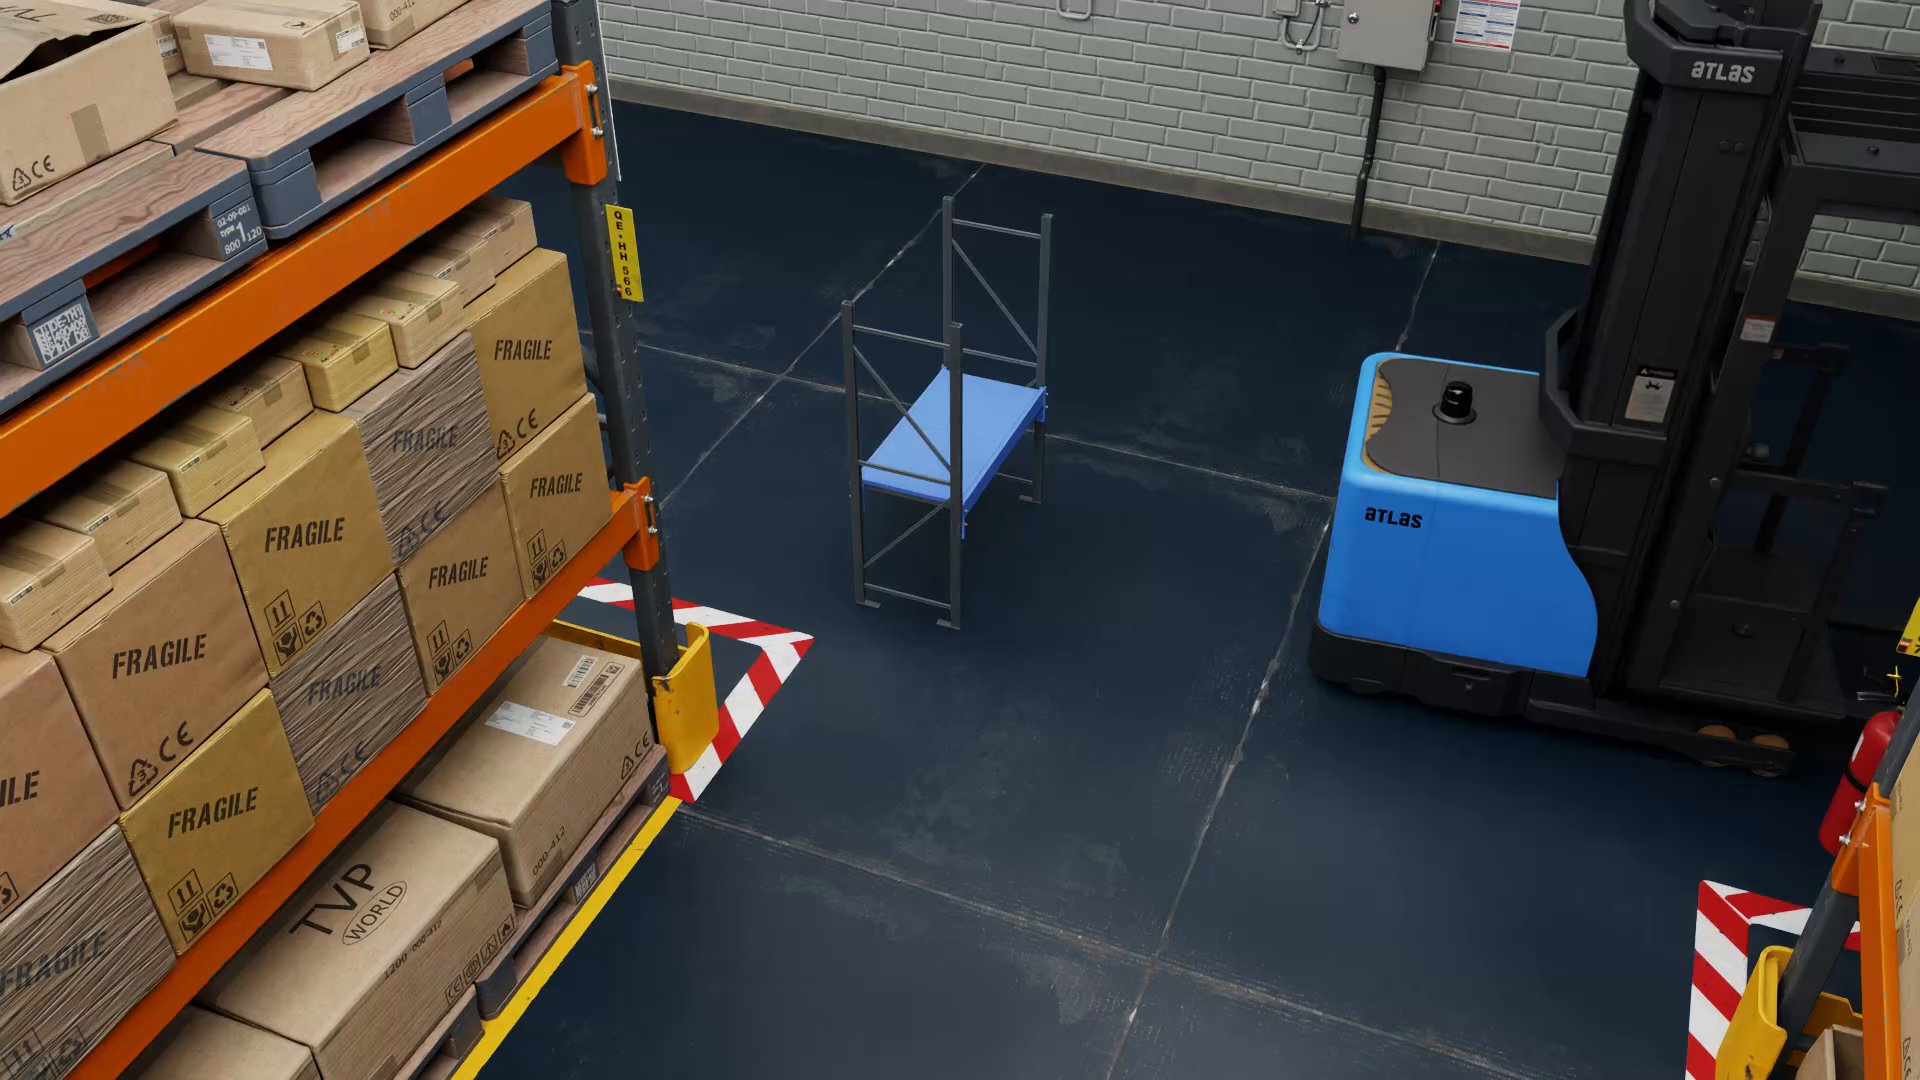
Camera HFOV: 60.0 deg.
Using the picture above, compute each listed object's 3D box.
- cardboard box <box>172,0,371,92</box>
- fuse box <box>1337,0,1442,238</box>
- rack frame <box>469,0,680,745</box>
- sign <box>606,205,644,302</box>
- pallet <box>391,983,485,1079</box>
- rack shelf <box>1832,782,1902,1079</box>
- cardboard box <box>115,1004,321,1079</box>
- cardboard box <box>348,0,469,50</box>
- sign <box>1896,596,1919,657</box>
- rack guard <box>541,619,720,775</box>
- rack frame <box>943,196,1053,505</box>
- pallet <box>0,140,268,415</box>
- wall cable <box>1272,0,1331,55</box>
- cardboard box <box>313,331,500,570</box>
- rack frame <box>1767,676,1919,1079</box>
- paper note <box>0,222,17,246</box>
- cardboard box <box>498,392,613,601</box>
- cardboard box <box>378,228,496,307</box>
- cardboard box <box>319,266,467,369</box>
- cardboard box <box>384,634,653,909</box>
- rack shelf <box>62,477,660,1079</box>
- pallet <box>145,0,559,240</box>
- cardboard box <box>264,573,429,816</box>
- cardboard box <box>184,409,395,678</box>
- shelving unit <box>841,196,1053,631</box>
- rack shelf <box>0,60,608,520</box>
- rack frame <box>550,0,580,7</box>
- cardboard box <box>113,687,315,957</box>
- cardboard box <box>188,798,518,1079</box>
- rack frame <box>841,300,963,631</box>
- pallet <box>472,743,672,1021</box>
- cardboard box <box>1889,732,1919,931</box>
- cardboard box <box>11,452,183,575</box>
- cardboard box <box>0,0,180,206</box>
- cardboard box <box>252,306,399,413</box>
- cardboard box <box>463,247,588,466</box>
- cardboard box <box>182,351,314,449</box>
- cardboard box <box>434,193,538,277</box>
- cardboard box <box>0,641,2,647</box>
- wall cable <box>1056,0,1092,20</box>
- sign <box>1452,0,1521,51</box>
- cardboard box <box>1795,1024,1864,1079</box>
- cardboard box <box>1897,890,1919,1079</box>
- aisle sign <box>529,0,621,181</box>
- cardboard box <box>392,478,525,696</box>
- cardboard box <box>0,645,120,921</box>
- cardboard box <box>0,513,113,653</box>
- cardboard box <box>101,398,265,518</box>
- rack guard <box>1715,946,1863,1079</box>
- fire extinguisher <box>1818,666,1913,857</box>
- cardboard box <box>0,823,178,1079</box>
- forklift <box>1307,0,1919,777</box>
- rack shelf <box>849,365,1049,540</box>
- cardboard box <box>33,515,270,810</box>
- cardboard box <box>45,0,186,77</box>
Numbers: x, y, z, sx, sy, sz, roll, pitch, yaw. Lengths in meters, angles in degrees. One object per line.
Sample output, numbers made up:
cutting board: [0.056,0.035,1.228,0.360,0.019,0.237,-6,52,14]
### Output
cardboard box: [-1.741,-1.273,4.218,0.380,0.149,0.250,11,38,14]
fuse box: [2.444,-2.536,9.713,0.539,1.711,0.414,14,39,18]
rack frame: [-1.567,-0.484,5.892,1.000,3.000,0.127,14,39,18]
sign: [-1.071,-0.911,5.298,0.100,0.325,0.005,14,39,18]
pallet: [-2.265,1.767,5.210,1.003,0.211,1.213,14,39,18]
rack shelf: [2.263,2.040,3.116,1.077,0.370,4.000,14,39,18]
cardboard box: [-2.411,1.770,4.666,0.875,0.438,0.875,13,39,16]
cardboard box: [-1.655,-1.564,4.522,0.500,0.250,0.500,10,38,14]
sign: [2.522,0.175,4.288,0.100,0.325,0.005,14,39,18]
rack guard: [-1.558,0.504,6.658,1.175,0.500,0.348,14,39,18]
rack frame: [0.161,-0.835,7.614,0.500,1.500,0.032,14,39,18]
pallet: [-2.303,-0.559,3.561,1.003,0.211,1.213,14,39,18]
wall cable: [1.872,-3.701,9.348,0.588,1.984,0.122,14,39,18]
cardboard box: [-1.702,-0.307,4.737,0.500,0.500,0.500,14,39,18]
rack frame: [3.024,0.645,4.382,1.000,3.000,0.127,14,39,18]
paper note: [-1.828,-0.559,3.133,0.006,0.032,0.123,14,39,18]
cardboard box: [-1.506,-0.196,5.424,0.500,0.500,0.500,14,39,18]
cardboard box: [-1.593,-0.794,4.846,0.380,0.149,0.250,15,39,19]
cardboard box: [-1.614,-0.632,4.629,0.380,0.149,0.250,13,39,17]
cardboard box: [-1.726,0.763,6.014,0.875,0.438,0.875,13,39,16]
rack shelf: [-2.328,0.912,4.626,1.077,0.370,4.000,14,39,18]
pallet: [-1.840,-1.237,4.468,1.003,0.211,1.213,14,39,18]
cardboard box: [-1.898,0.365,4.673,0.500,0.500,0.500,15,39,19]
cardboard box: [-1.894,-0.034,4.371,0.500,0.500,0.500,14,39,18]
shelving unit: [-0.032,-0.554,7.238,0.538,1.500,1.048,14,39,18]
rack shelf: [-2.328,-0.290,3.728,1.077,0.370,4.000,14,39,18]
rack frame: [-1.567,-2.887,4.096,1.000,3.000,0.127,14,39,18]
cardboard box: [-2.082,0.654,4.286,0.500,0.500,0.500,15,39,19]
cardboard box: [-2.067,1.271,5.333,0.875,0.438,0.875,15,39,19]
rack frame: [-0.226,-0.272,6.861,0.500,1.500,0.032,14,39,18]
pallet: [-1.799,1.094,6.110,1.003,0.211,1.213,14,39,18]
cardboard box: [2.602,0.776,4.084,0.500,0.250,0.500,14,39,18]
cardboard box: [-2.071,-0.080,3.891,0.380,0.149,0.250,15,39,19]
cardboard box: [-2.183,-1.040,3.771,0.500,0.311,0.500,15,39,19]
cardboard box: [-1.747,-0.502,4.455,0.380,0.149,0.250,15,39,19]
cardboard box: [-1.531,-0.603,5.133,0.500,0.500,0.500,15,39,19]
cardboard box: [-1.912,-0.373,4.283,0.380,0.149,0.250,13,39,17]
cardboard box: [-1.519,-0.940,5.041,0.380,0.149,0.250,14,39,18]
cardboard box: [-2.290,0.196,3.521,0.380,0.149,0.250,14,39,18]
wall cable: [0.556,-4.030,9.762,0.585,1.953,0.123,14,39,18]
sign: [2.979,-3.016,9.359,0.329,0.494,0.001,14,39,18]
cardboard box: [2.704,1.794,4.579,0.797,0.503,0.637,12,39,16]
cardboard box: [2.411,1.055,3.710,0.500,0.250,0.500,14,39,18]
aisle sign: [-1.253,-1.494,5.072,0.394,0.787,0.004,14,39,18]
cardboard box: [-1.711,0.078,5.057,0.500,0.500,0.500,13,39,17]
cardboard box: [-2.281,0.523,3.627,0.500,0.500,0.500,15,39,19]
cardboard box: [-2.132,0.076,3.682,0.380,0.149,0.250,14,39,18]
cardboard box: [-1.954,-0.221,4.079,0.380,0.149,0.250,15,39,19]
rack guard: [2.995,1.688,5.074,1.175,0.500,0.348,14,39,18]
fire extinguisher: [2.653,0.639,4.766,0.296,0.674,0.183,14,39,18]
cardboard box: [-2.278,0.939,3.905,0.500,0.500,0.500,14,39,18]
forklift: [3.026,-0.604,6.110,3.031,2.935,1.130,10,38,13]
rack shelf: [-0.032,-0.409,7.345,0.538,0.185,1.000,14,39,18]
cardboard box: [-2.087,0.244,3.999,0.500,0.500,0.500,14,39,17]
cardboard box: [-2.194,-1.243,4.177,0.380,0.149,0.250,15,39,19]
